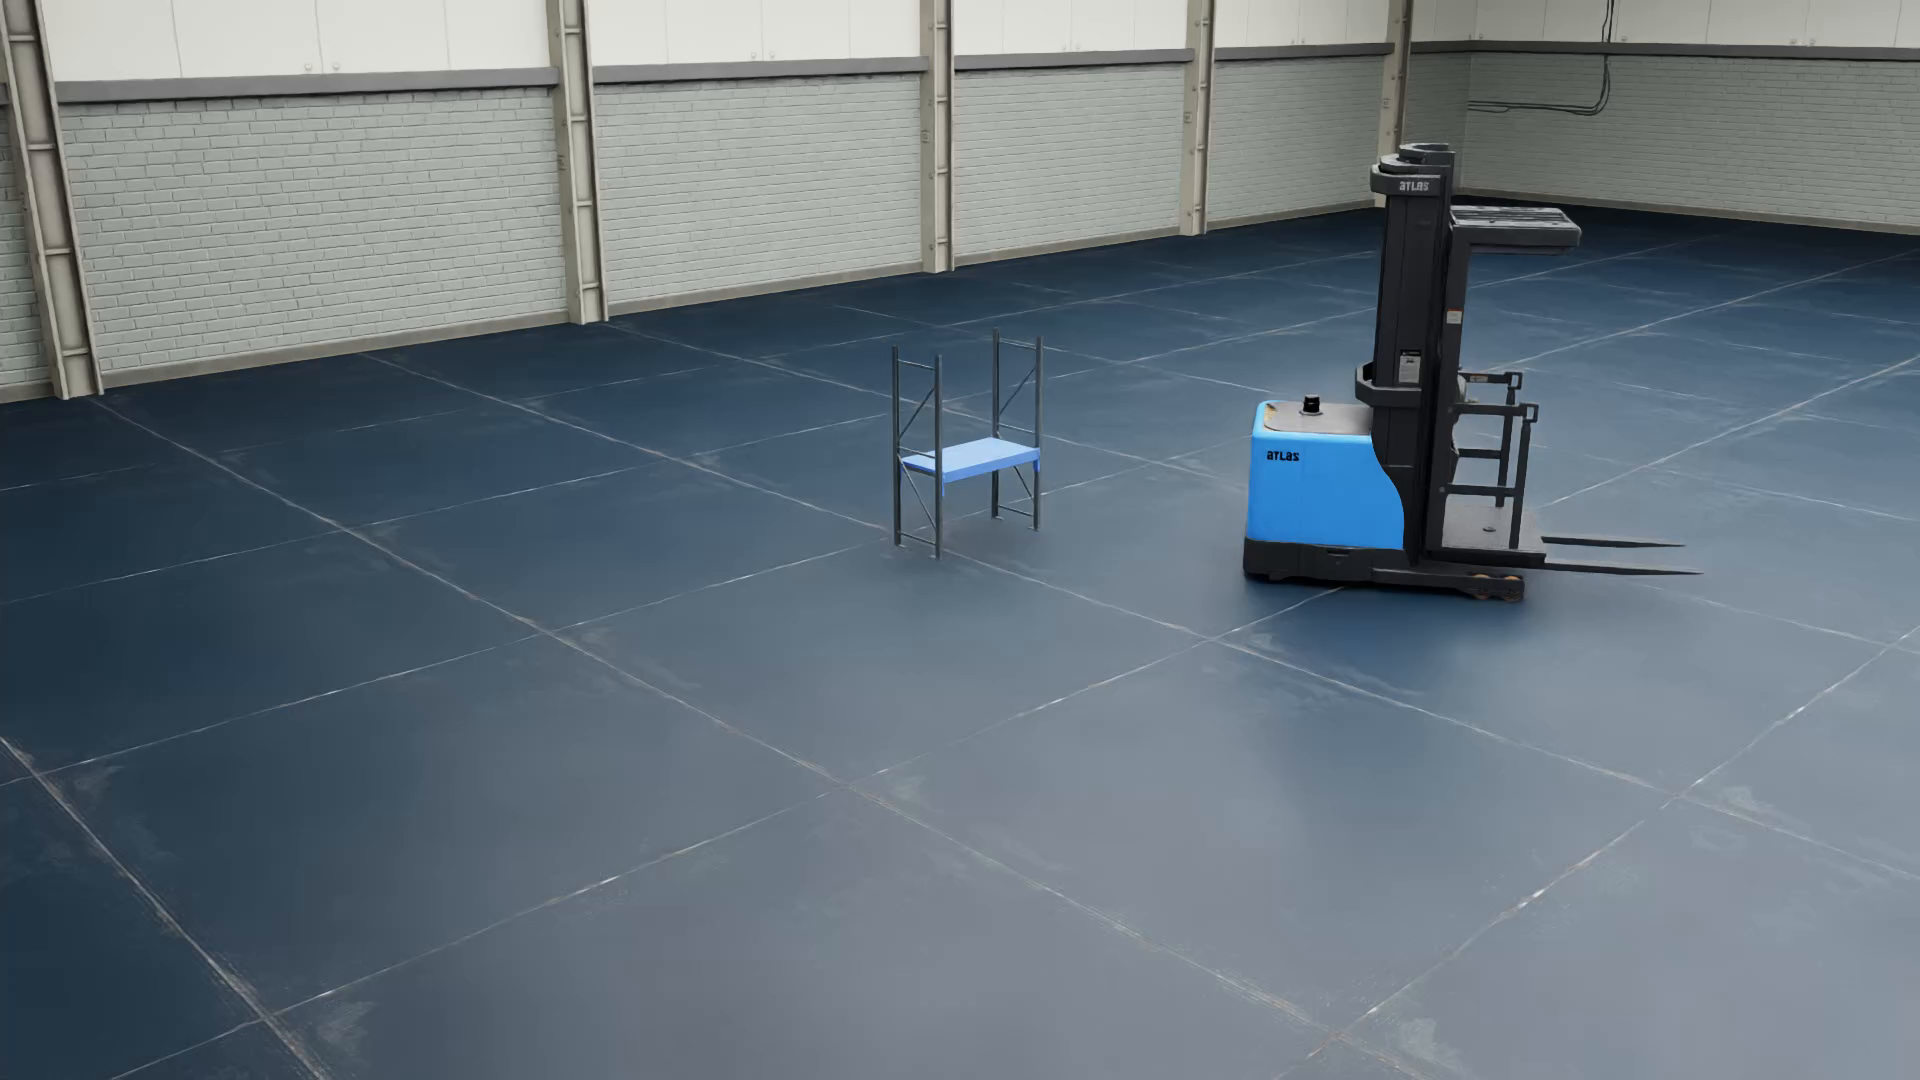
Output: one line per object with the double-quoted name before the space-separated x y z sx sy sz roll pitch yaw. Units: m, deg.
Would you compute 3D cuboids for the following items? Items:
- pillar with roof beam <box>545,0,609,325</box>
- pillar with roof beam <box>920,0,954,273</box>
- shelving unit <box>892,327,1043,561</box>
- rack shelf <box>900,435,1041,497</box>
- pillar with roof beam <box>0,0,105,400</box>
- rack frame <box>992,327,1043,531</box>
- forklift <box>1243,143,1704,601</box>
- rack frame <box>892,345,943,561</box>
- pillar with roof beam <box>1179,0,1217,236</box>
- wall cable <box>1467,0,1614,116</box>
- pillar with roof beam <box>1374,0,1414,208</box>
"pillar with roof beam" -1.732 -6.080 16.647 0.400 9.000 9.100 -16 24 -41
"pillar with roof beam" 2.627 -7.351 20.568 0.400 9.000 9.100 -16 24 -41
"shelving unit" 0.062 -0.732 12.309 1.048 1.500 0.538 -16 24 -41
"rack shelf" 0.062 -0.560 12.365 1.000 0.185 0.538 -16 24 -41
"pillar with roof beam" -6.092 -4.809 12.725 0.400 9.000 9.100 -16 24 -41
"rack frame" 0.431 -0.839 12.641 0.032 1.500 0.500 -16 24 -41
"forklift" 3.551 -1.161 11.312 3.031 2.935 1.130 4 18 11
"rack frame" -0.307 -0.624 11.977 0.032 1.500 0.500 -16 24 -41
"pillar with roof beam" 6.987 -8.623 24.489 0.400 9.000 9.100 -16 24 -41
"wall cable" 11.438 -9.710 32.877 0.112 2.526 3.097 -16 24 -41
"pillar with roof beam" 11.347 -9.894 28.411 0.400 9.000 9.100 -16 24 -41
